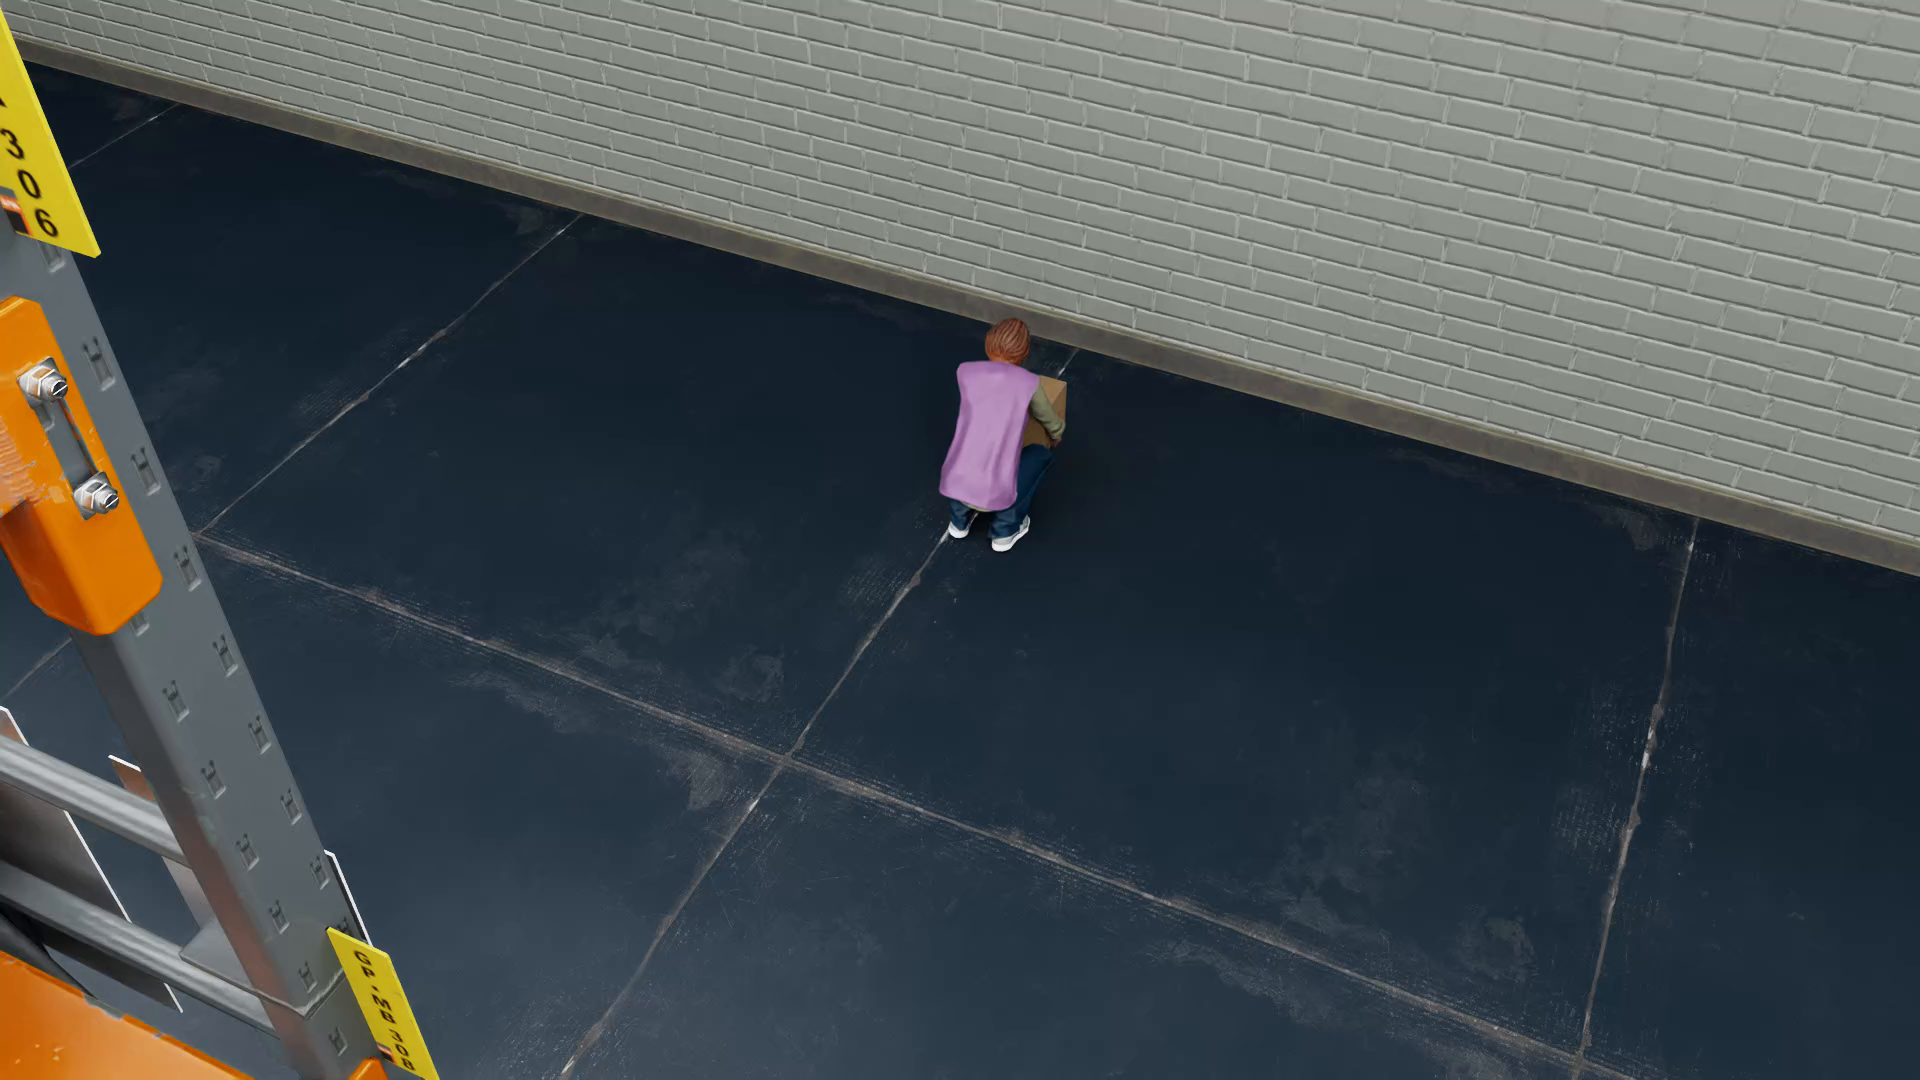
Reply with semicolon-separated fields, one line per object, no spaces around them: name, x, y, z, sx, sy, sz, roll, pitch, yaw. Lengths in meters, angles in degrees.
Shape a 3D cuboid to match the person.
person;0.177;-0.451;7.194;0.450;0.881;0.804;18;45;18
